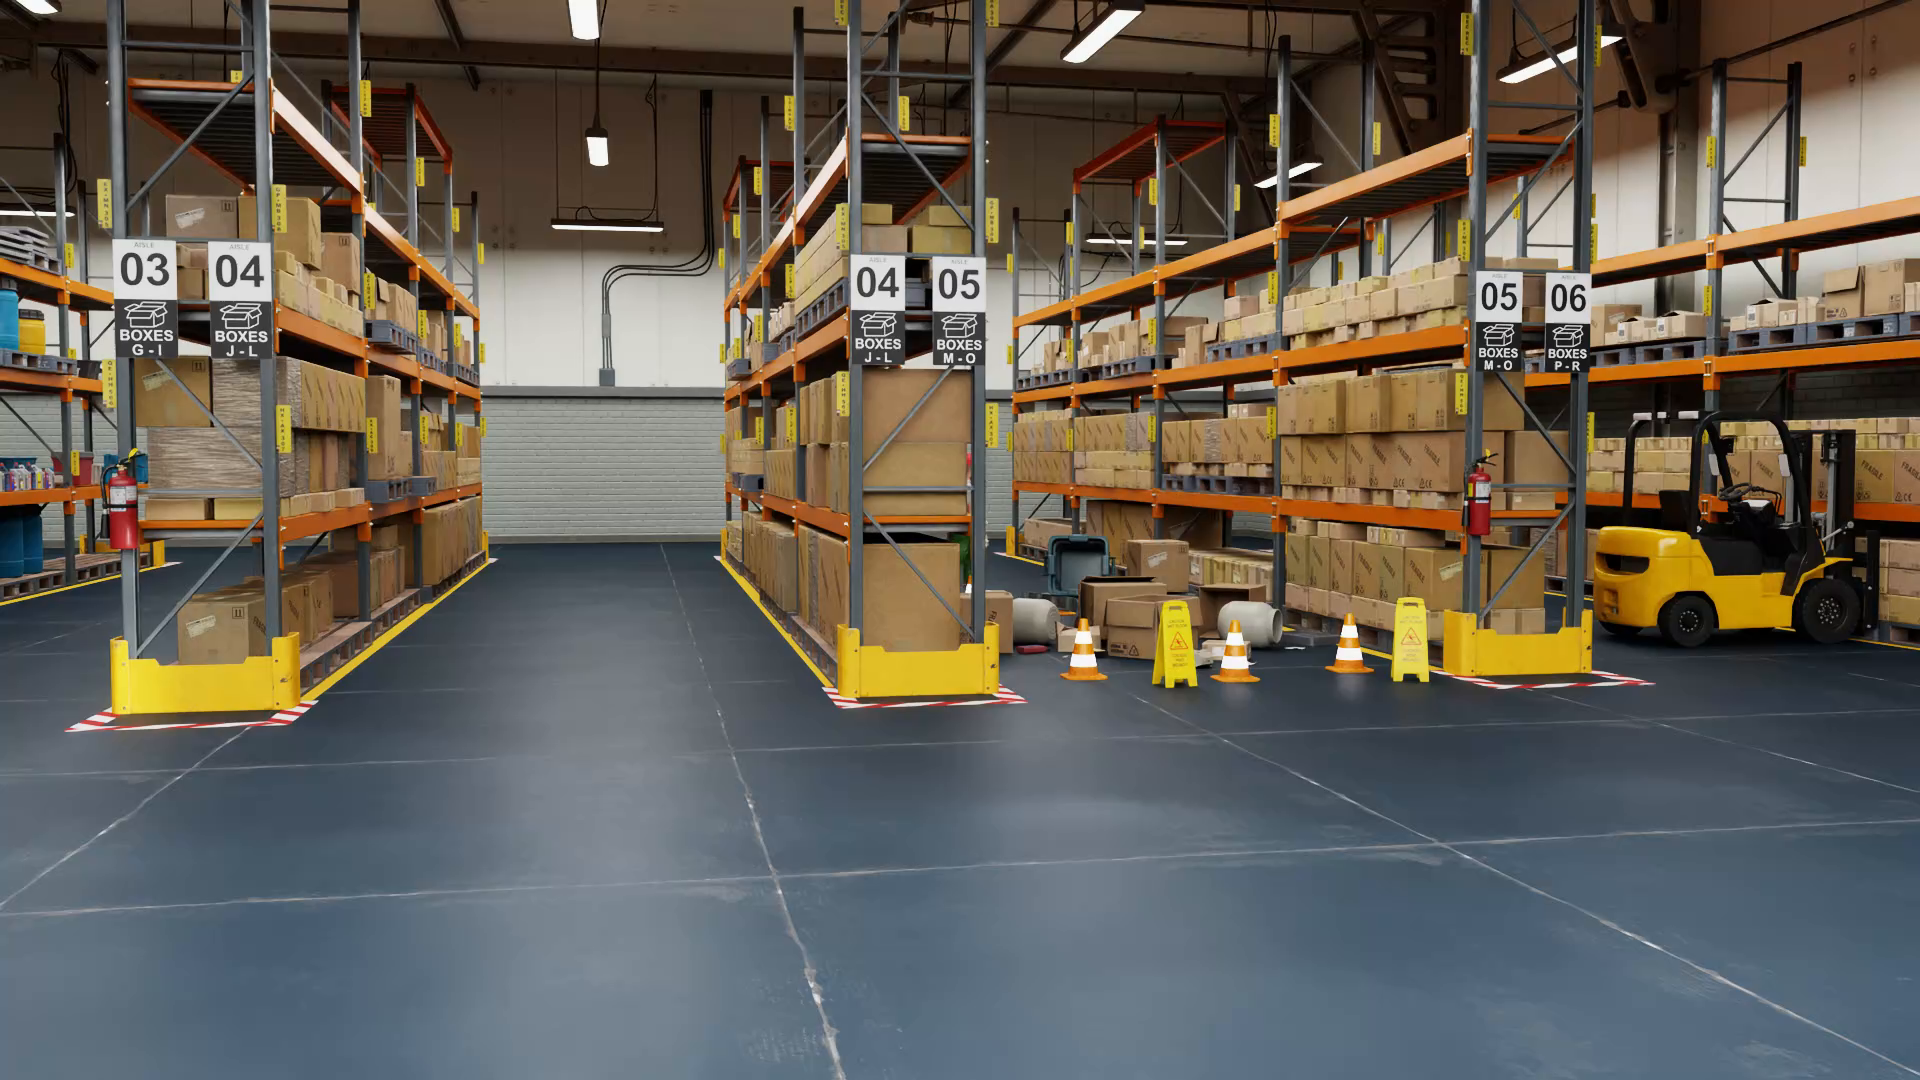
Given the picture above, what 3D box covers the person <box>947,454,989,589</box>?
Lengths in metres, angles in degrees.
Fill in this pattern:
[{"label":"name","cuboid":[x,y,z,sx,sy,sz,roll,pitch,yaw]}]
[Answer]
[{"label":"person","cuboid":[0.065,-0.057,18.235,0.842,1.771,0.648,-1,3,-13]}]
